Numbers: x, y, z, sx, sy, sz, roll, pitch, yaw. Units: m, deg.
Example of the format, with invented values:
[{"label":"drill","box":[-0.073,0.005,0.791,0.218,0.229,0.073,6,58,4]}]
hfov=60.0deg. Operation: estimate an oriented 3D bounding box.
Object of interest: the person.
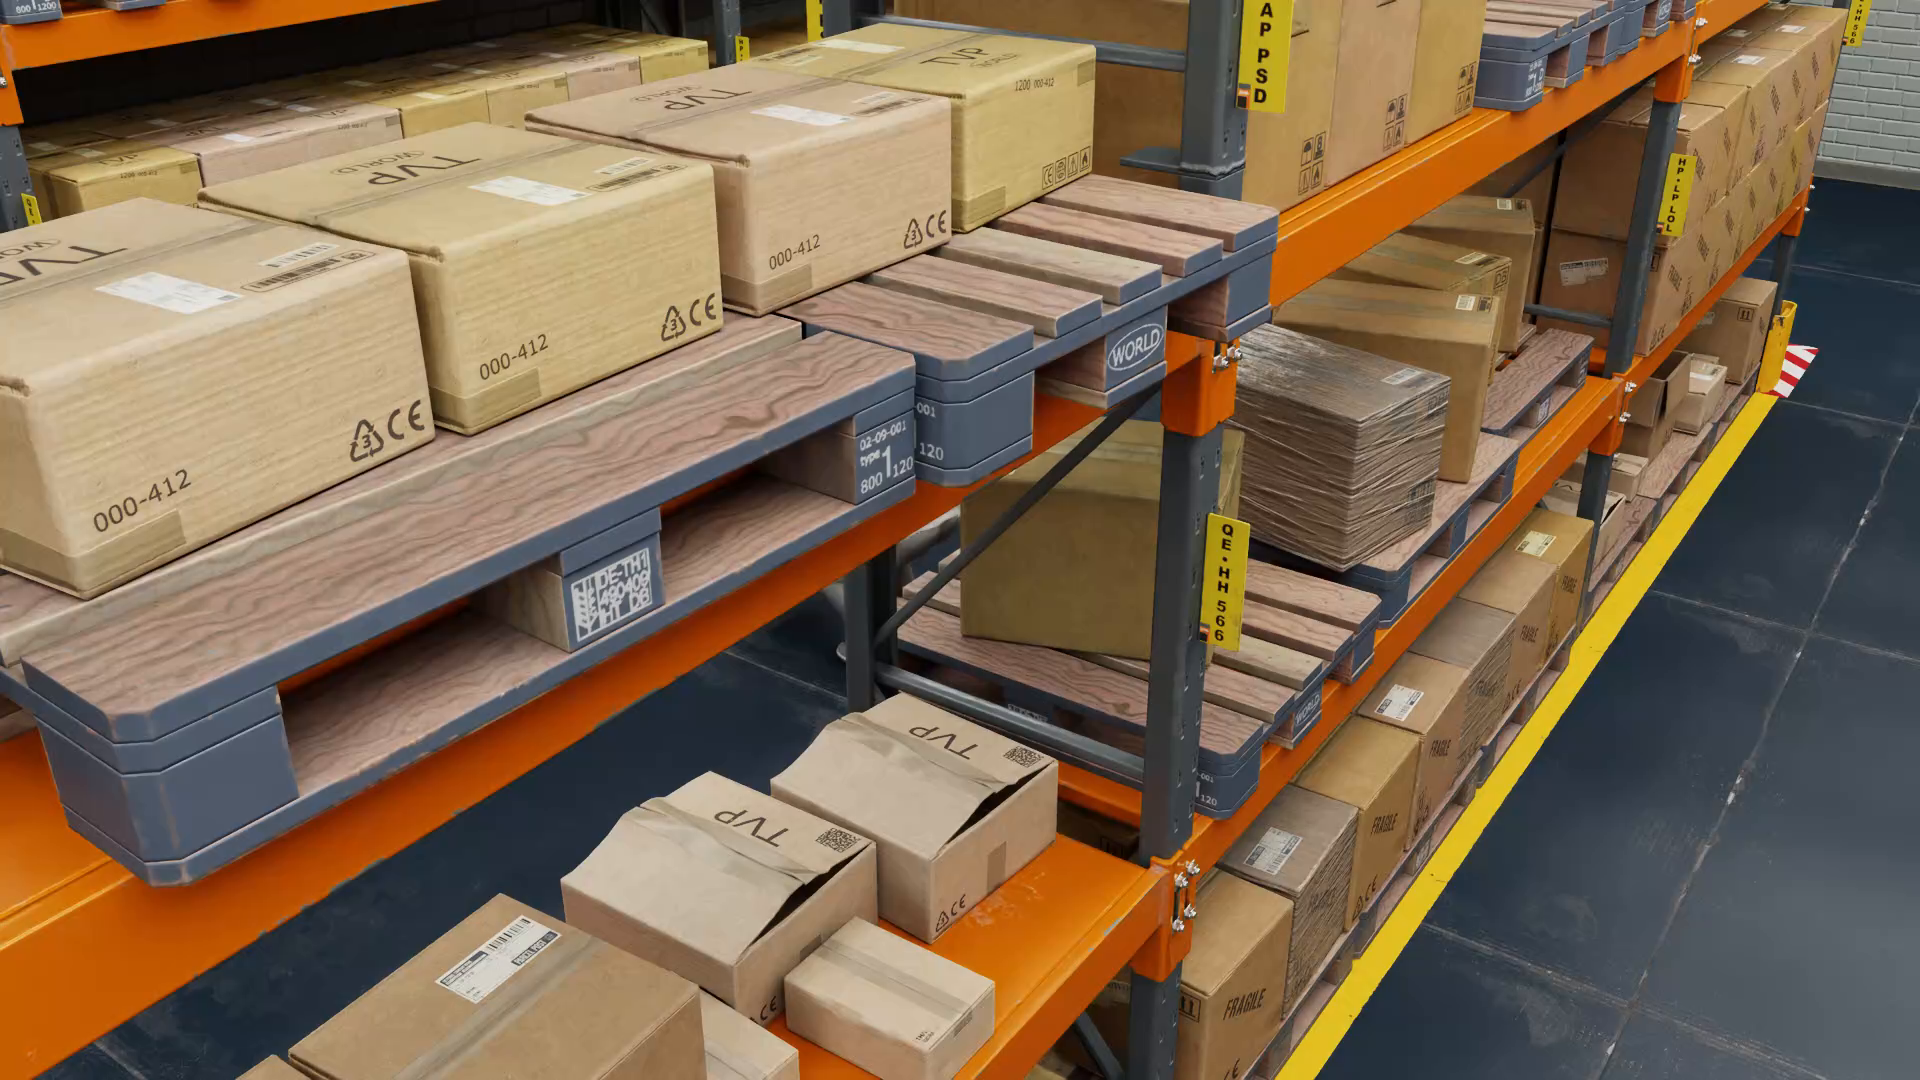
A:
[{"label":"person","box":[-0.481,-0.014,7.414,1.031,1.054,0.533,16,31,28]}]
